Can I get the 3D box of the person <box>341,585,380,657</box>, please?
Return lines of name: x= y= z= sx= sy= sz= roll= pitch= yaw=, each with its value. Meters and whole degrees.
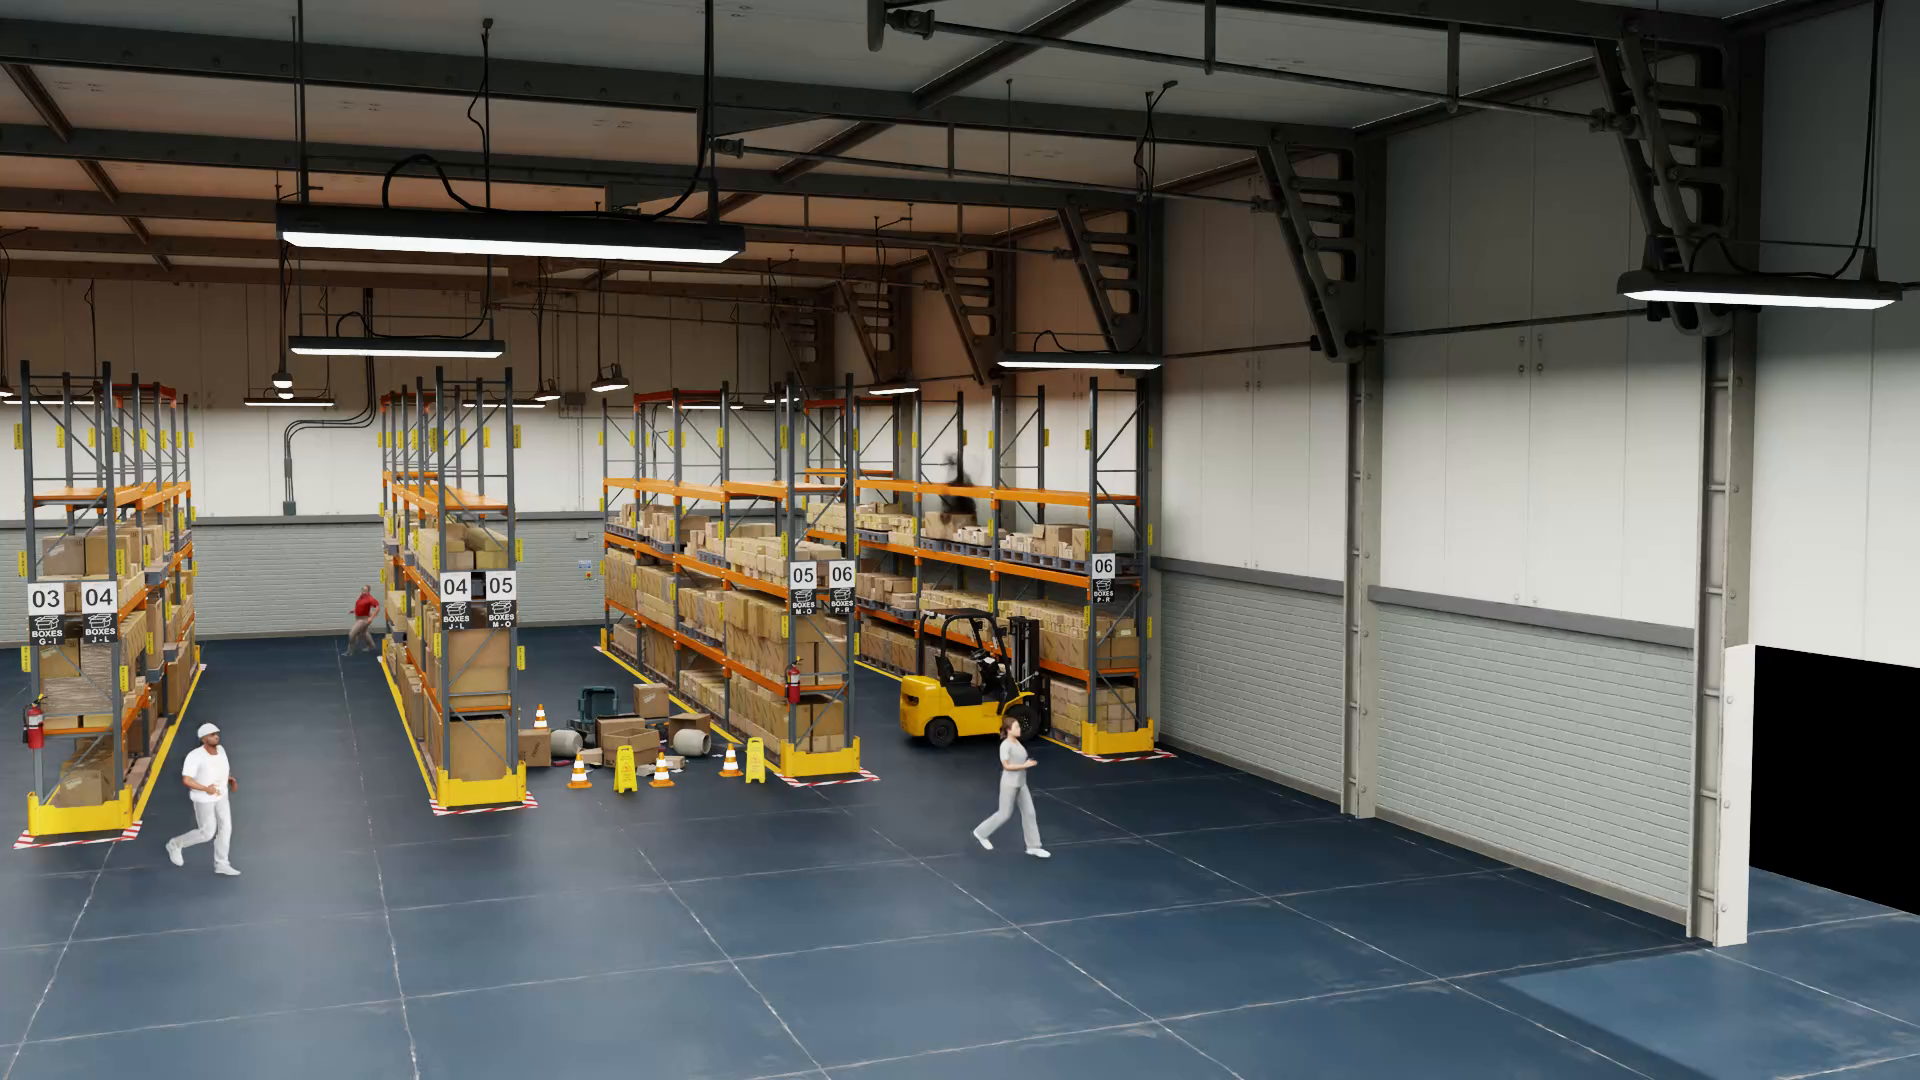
person: x=-13.929 y=1.868 z=38.585 sx=0.871 sy=1.688 sz=0.813 roll=-1 pitch=4 yaw=-23

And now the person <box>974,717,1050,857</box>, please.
person: x=0.629 y=2.944 z=19.933 sx=0.970 sy=1.652 sz=0.565 roll=2 pitch=4 yaw=28

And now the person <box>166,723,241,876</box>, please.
person: x=-8.696 y=2.985 z=19.188 sx=0.854 sy=1.760 sz=0.708 roll=1 pitch=4 yaw=16
